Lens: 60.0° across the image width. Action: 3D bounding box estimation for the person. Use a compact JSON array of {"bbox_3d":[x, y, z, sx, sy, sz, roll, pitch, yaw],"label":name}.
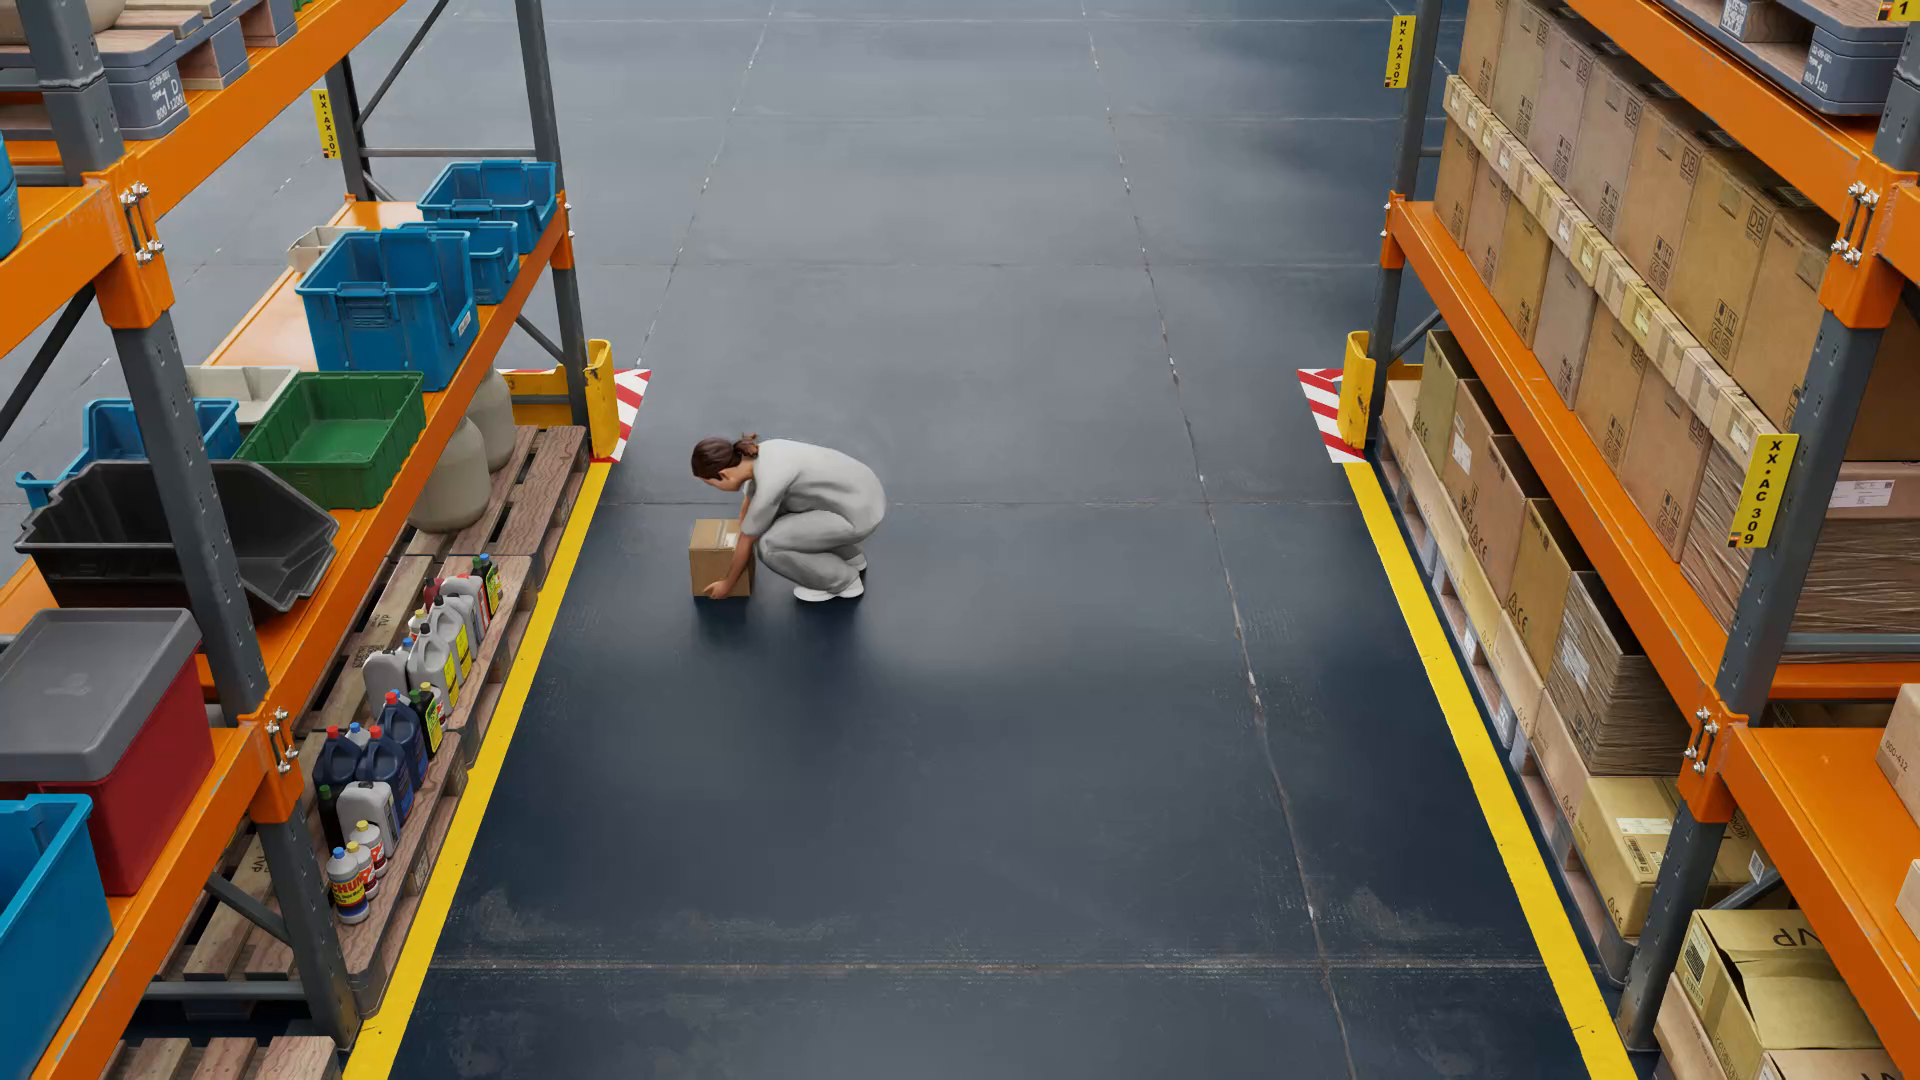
[{"bbox_3d":[-0.733,-0.115,7.241,0.821,0.810,0.477,0,32,0],"label":"person"}]
